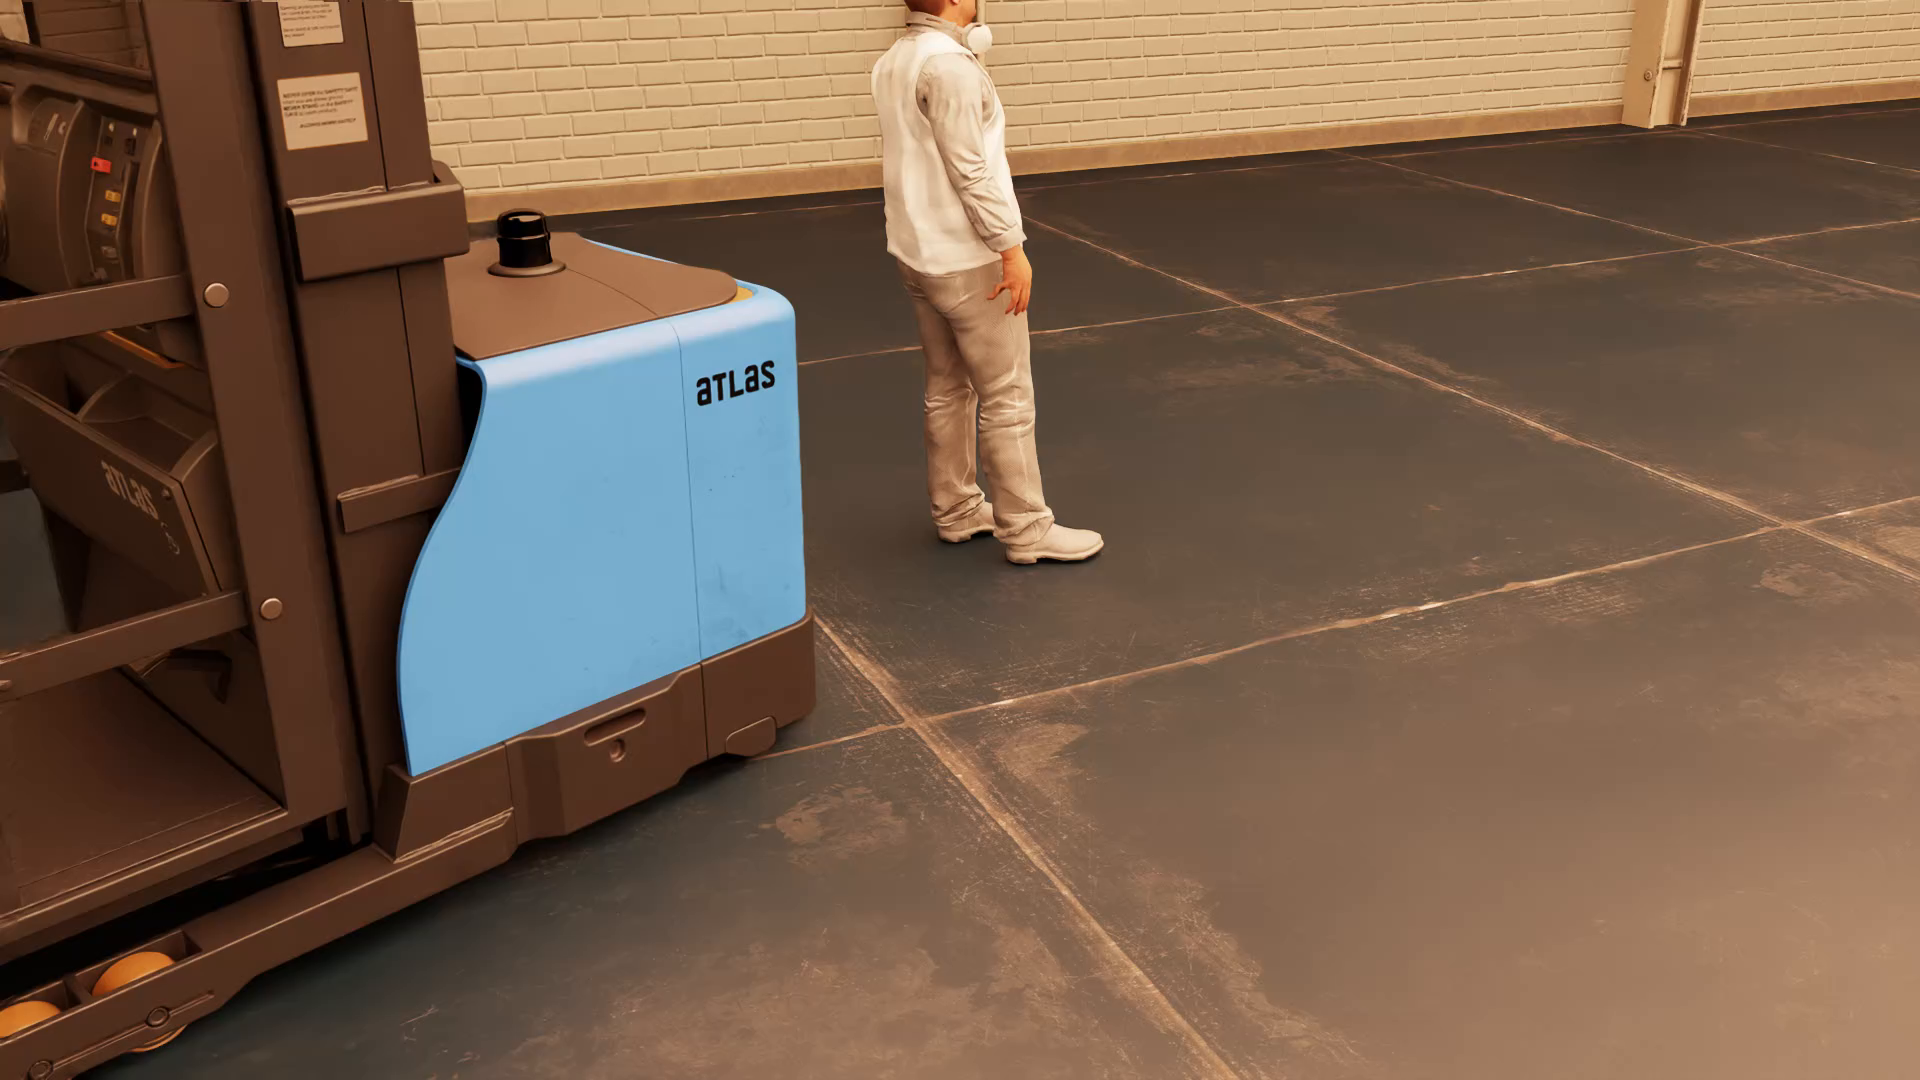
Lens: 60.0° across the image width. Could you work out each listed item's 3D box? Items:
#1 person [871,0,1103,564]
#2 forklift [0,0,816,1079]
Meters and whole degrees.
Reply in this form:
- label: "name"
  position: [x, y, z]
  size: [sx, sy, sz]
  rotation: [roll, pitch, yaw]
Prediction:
- label: "person"
  position: [0.059, -0.833, 4.781]
  size: [0.568, 1.773, 0.632]
  rotation: [-10, 25, -23]
- label: "forklift"
  position: [-1.735, -0.623, 2.785]
  size: [1.130, 2.935, 3.031]
  rotation: [21, 30, 40]
